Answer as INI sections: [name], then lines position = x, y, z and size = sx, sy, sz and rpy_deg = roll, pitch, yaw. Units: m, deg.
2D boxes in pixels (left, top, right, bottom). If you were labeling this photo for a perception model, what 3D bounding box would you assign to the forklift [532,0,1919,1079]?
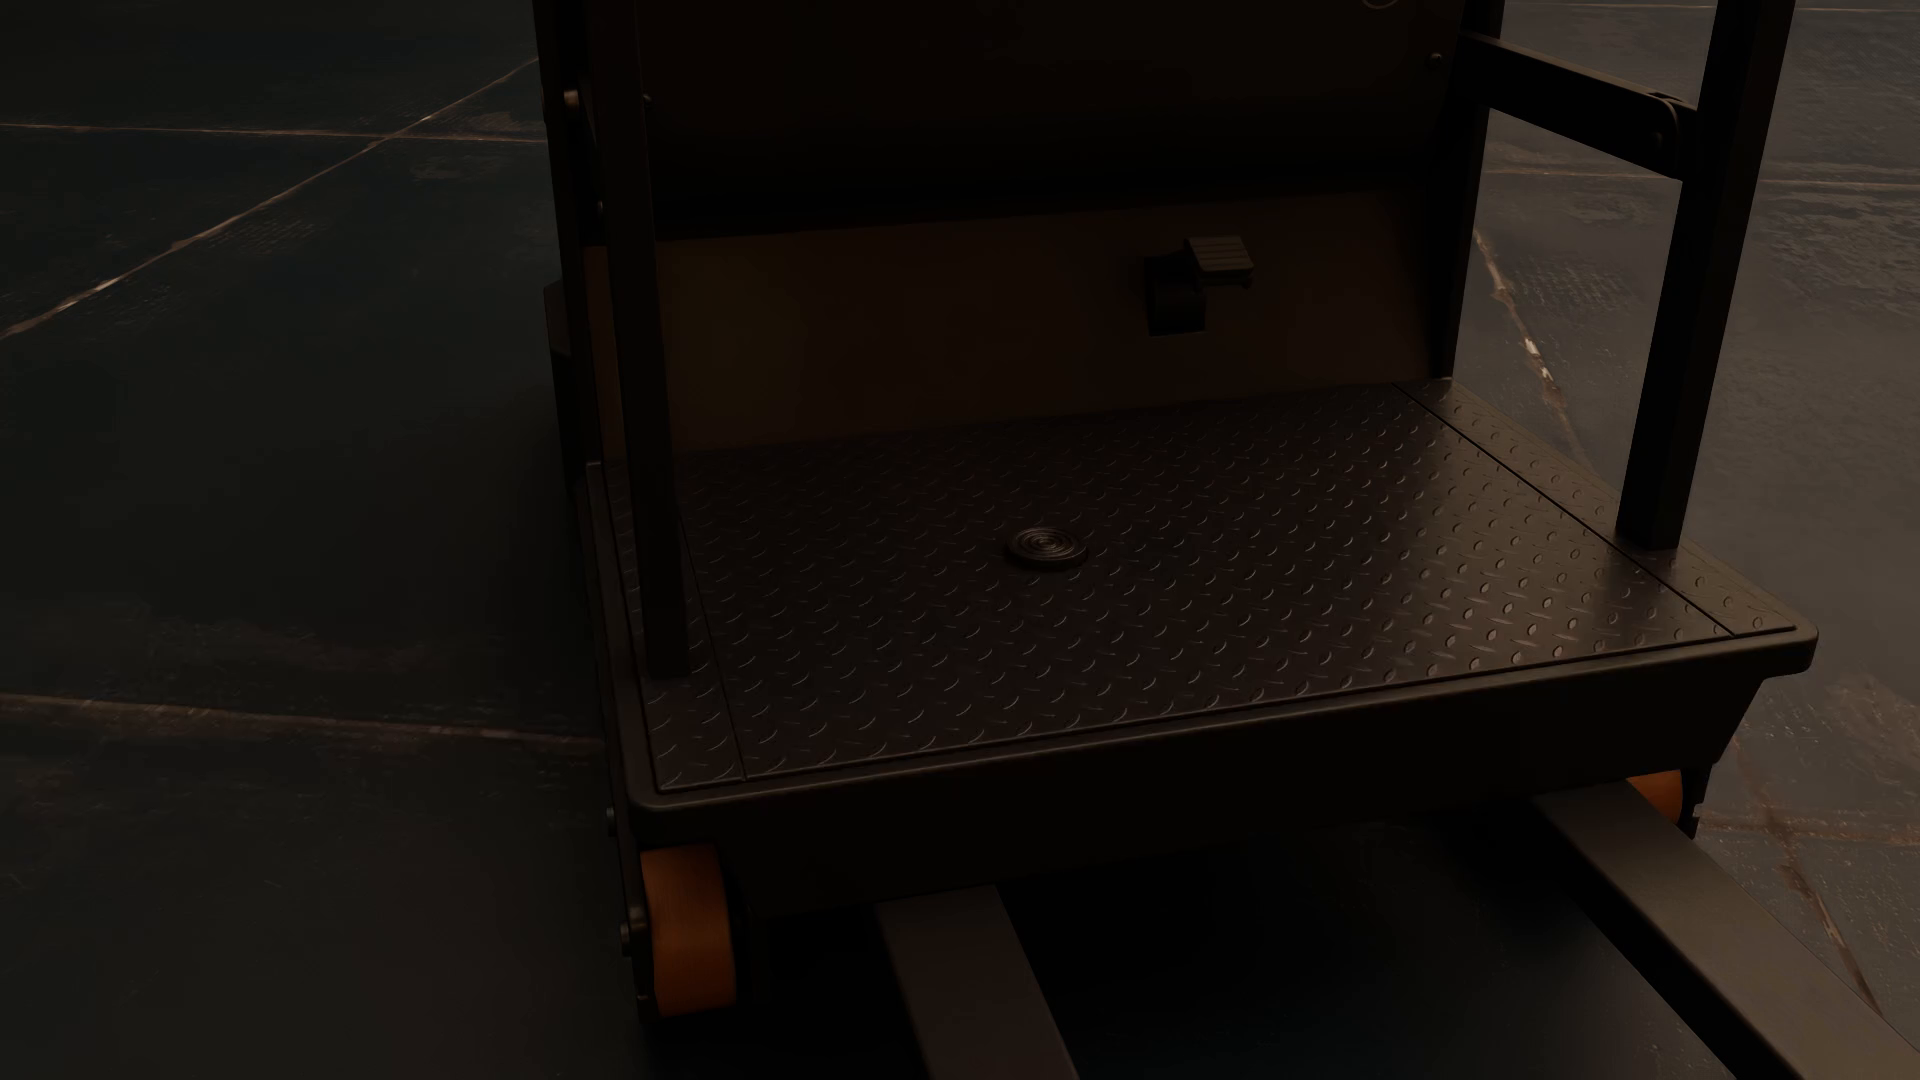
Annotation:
[forklift]
position = 0.153, -1.049, 1.319
size = 1.130, 2.935, 3.031
rpy_deg = -7, 27, -13
